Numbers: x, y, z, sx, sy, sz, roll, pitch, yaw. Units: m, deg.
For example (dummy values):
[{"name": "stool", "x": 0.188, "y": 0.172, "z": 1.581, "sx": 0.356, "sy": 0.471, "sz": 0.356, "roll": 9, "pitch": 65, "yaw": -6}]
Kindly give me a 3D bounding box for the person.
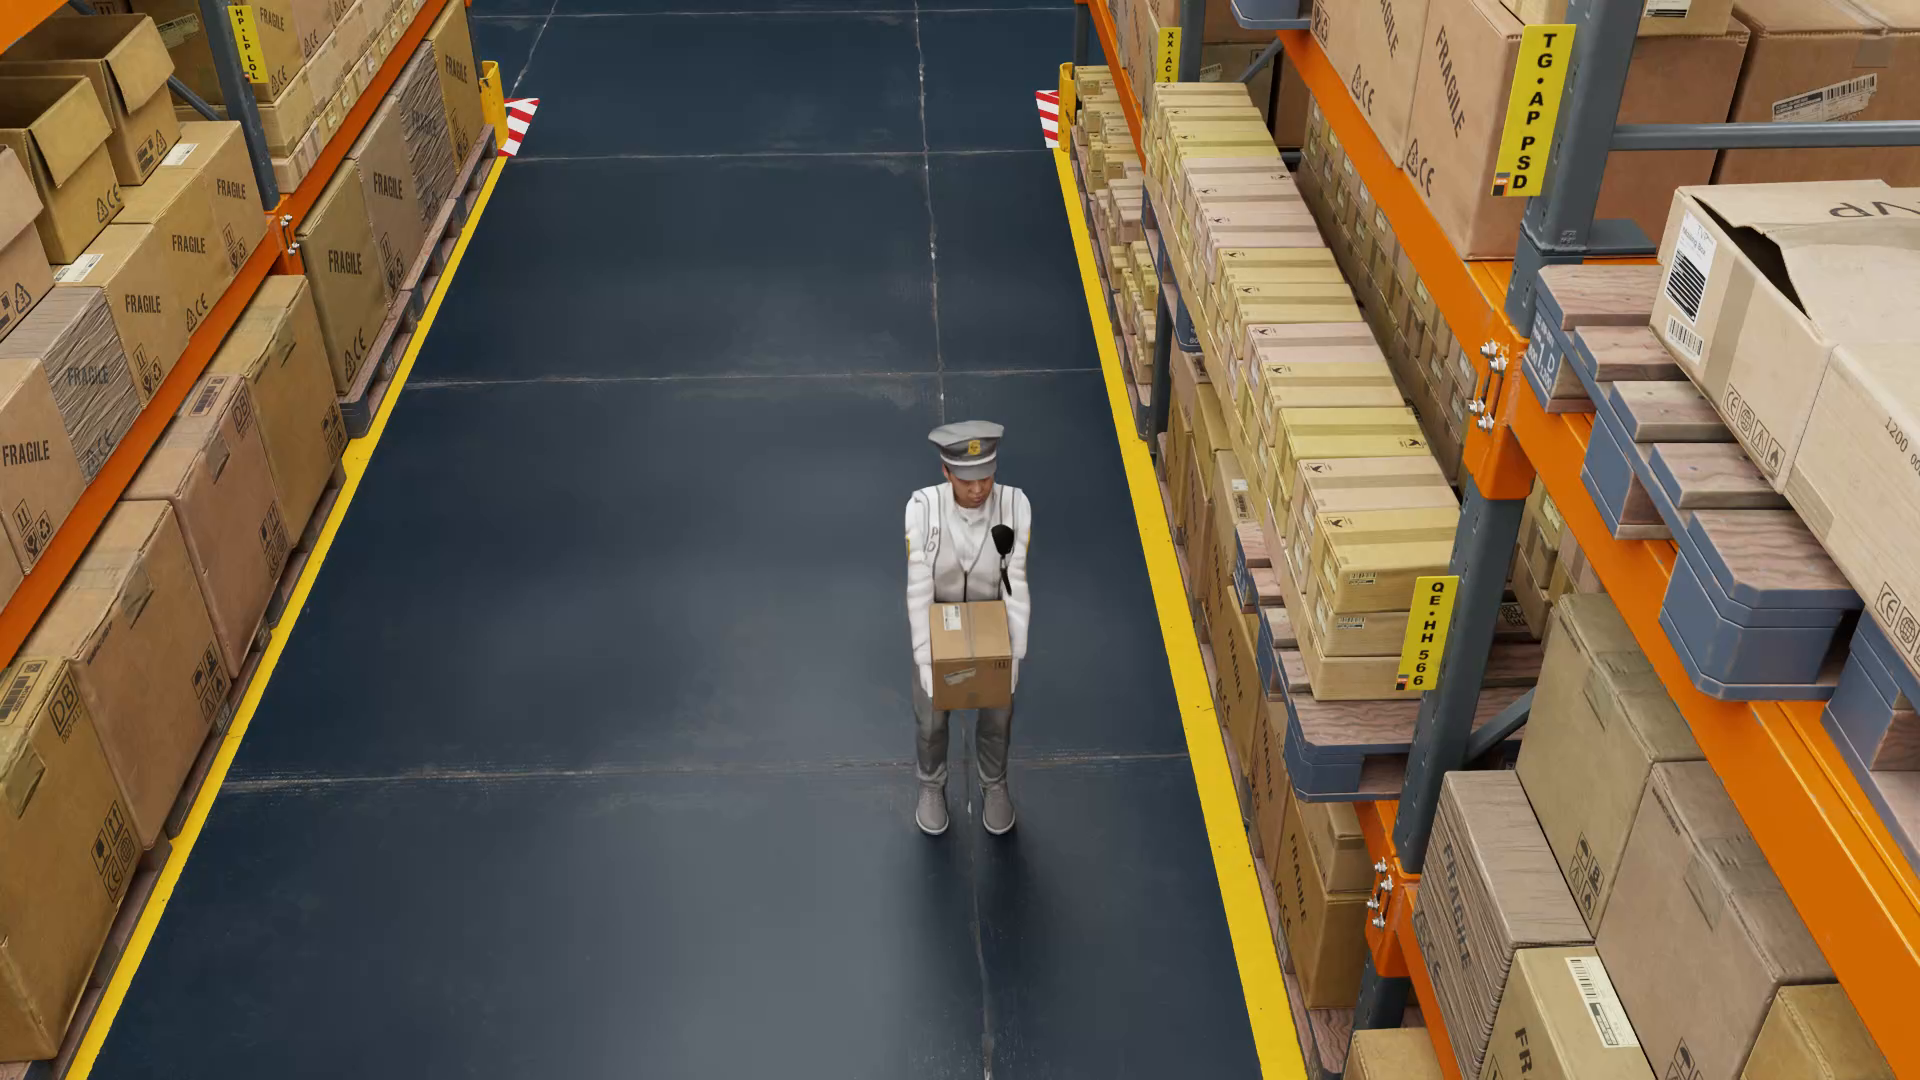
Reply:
[{"name": "person", "x": 0.030, "y": 0.353, "z": 5.642, "sx": 0.417, "sy": 1.682, "sz": 0.528, "roll": -3, "pitch": 36, "yaw": -4}]
